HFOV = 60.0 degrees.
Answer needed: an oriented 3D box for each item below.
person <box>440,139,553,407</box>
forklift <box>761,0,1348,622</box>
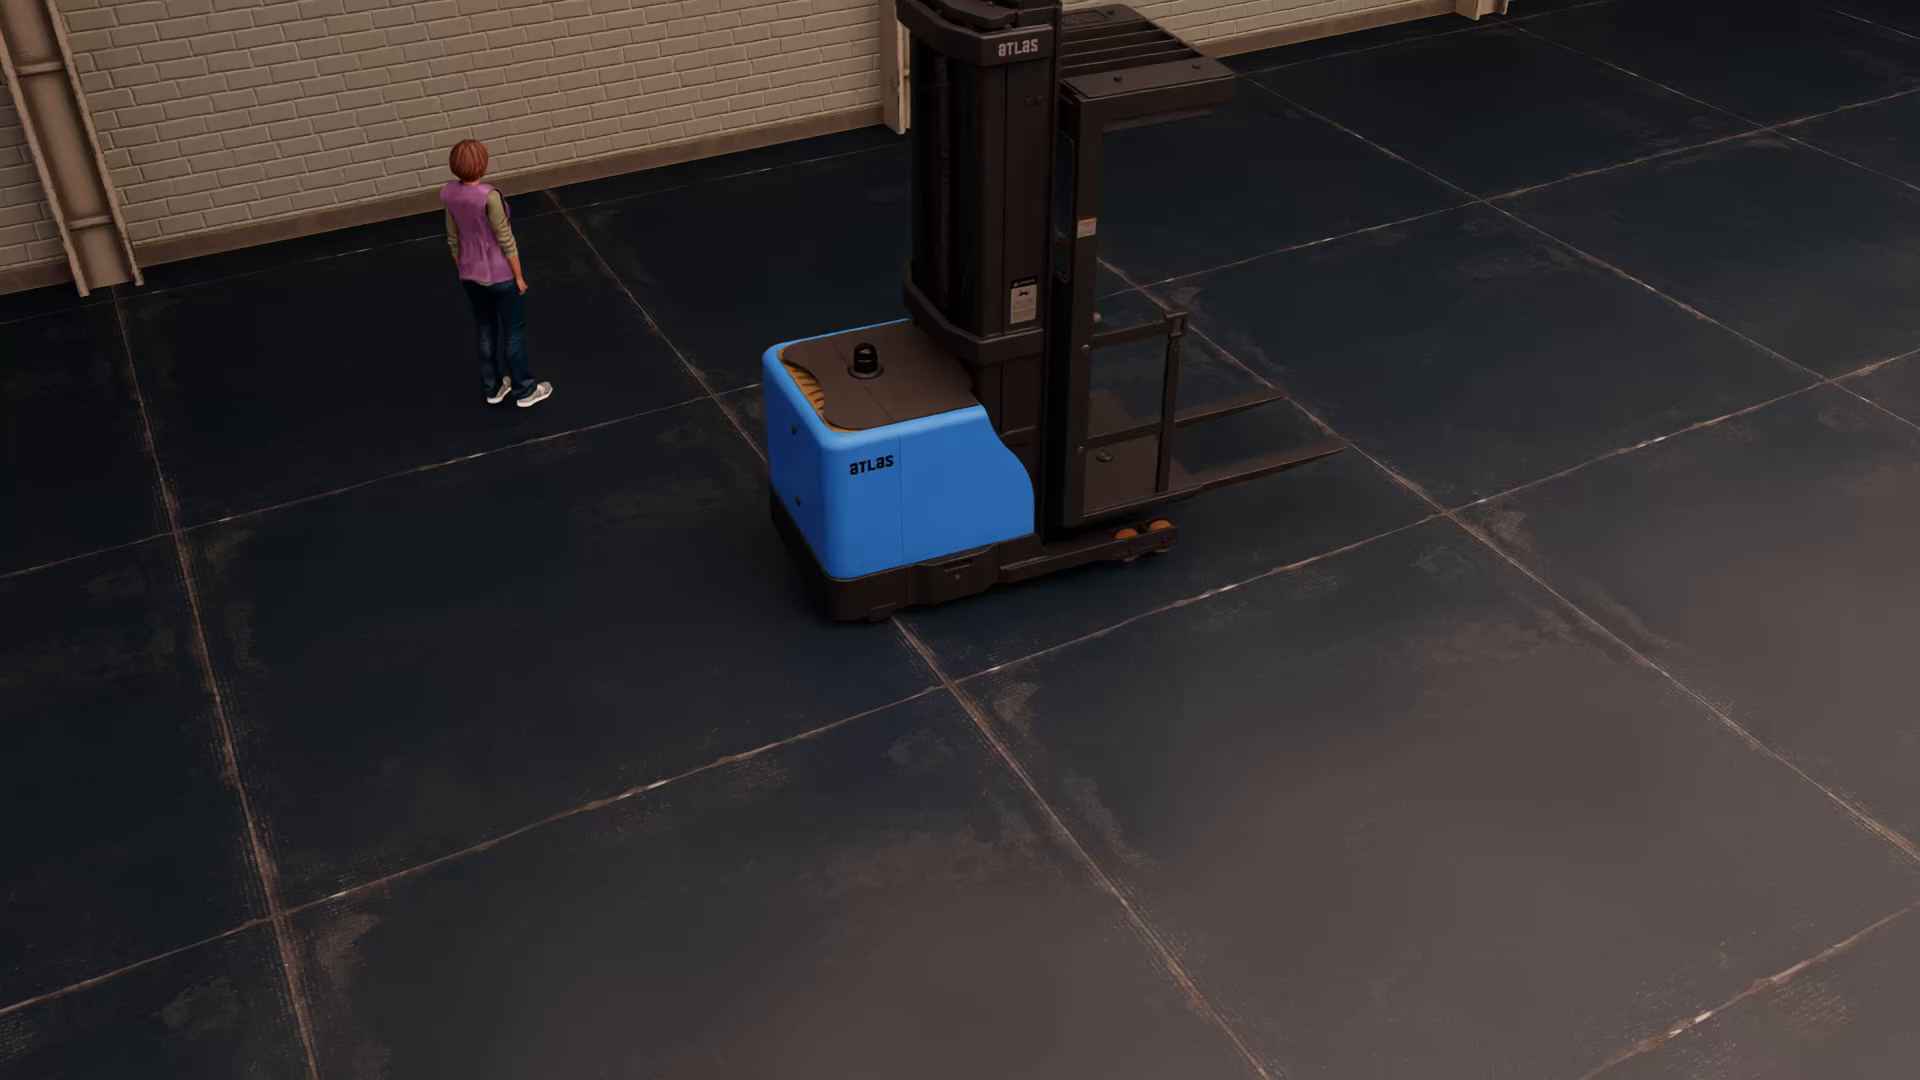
[{"bbox_3d":[-2.645,-1.499,9.397,0.422,1.603,0.319,11,37,16],"label":"person"},{"bbox_3d":[0.577,-1.352,8.036,3.031,2.935,1.130,-14,38,-19],"label":"forklift"}]
